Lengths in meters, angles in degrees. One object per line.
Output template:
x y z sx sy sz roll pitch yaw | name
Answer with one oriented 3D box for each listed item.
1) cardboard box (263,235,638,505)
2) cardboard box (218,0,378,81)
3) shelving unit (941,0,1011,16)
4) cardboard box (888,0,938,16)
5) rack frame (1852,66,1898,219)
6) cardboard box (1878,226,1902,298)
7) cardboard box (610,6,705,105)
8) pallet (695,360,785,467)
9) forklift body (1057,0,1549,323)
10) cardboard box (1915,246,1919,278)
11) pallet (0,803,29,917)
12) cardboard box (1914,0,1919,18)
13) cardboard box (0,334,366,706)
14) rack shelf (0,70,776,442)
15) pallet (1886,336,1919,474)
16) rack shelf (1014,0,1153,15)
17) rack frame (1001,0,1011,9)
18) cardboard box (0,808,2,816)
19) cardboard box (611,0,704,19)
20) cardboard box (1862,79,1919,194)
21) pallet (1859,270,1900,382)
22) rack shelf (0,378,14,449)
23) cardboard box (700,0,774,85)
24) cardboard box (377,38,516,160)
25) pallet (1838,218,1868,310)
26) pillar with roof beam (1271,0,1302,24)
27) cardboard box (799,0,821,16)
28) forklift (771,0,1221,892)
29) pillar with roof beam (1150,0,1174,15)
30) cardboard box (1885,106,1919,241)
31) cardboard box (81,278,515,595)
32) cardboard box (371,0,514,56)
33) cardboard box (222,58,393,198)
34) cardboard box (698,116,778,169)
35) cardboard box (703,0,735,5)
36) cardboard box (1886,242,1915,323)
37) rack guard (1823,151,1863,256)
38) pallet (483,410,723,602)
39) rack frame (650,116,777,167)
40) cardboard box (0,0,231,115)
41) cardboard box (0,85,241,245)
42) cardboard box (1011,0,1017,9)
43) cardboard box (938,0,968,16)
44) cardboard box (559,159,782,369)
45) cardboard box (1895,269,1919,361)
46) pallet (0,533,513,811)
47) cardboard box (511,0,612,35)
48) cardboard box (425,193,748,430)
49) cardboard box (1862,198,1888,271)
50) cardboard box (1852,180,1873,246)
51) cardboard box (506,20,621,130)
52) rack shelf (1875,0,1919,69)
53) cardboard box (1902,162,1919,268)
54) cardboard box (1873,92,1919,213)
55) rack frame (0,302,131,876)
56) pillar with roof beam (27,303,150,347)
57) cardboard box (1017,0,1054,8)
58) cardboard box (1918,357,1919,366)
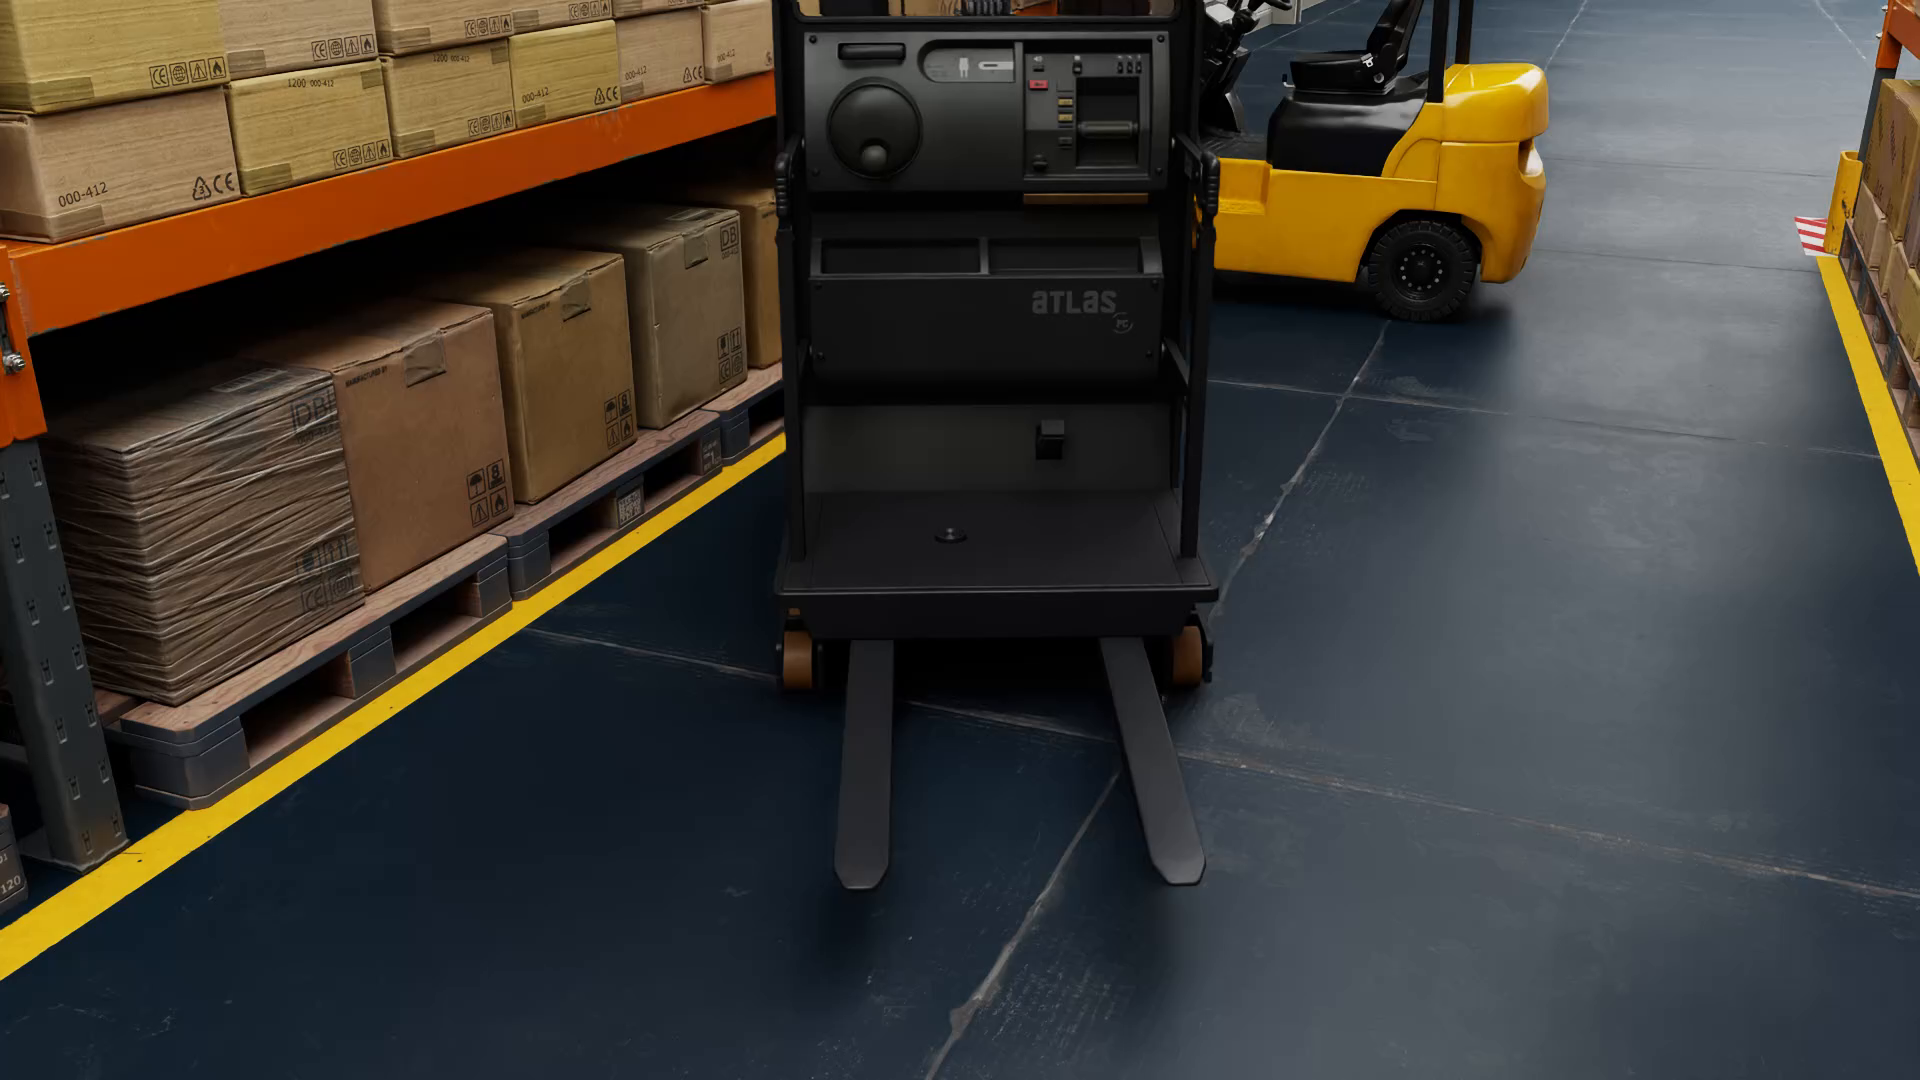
-1.575 -0.558 5.230 0.875 0.625 0.625 8 24 18 | cardboard box
-1.725 -1.227 3.842 0.500 0.250 0.500 10 25 22 | cardboard box
0.237 -1.179 6.126 0.431 1.500 0.755 7 24 16 | shelving unit
-0.411 -2.362 6.882 0.500 0.500 0.500 8 24 19 | cardboard box
5.277 -2.916 8.340 1.000 3.000 0.127 9 24 20 | rack frame
4.333 -1.214 7.286 0.500 0.250 0.500 11 25 24 | cardboard box
-1.157 -1.553 5.271 0.500 0.250 0.500 9 24 20 | cardboard box
-1.056 -0.638 6.504 1.003 0.211 1.213 9 24 20 | pallet
1.657 -2.294 7.952 2.313 2.155 1.214 9 24 20 | forklift body
3.949 -1.188 6.253 0.500 0.500 0.500 9 24 21 | cardboard box
-2.617 0.786 3.095 1.003 0.211 1.213 9 24 20 | pallet
4.568 -2.448 7.546 0.380 0.149 0.250 9 24 21 | cardboard box
-2.060 -0.082 4.091 0.875 0.625 0.625 10 25 22 | cardboard box
-1.561 -1.146 5.036 1.077 0.370 4.000 9 24 20 | rack shelf
4.008 -0.444 6.038 1.003 0.211 1.213 9 24 20 | pallet
-0.075 -2.578 8.463 1.077 0.370 4.000 9 24 20 | rack shelf
0.346 -1.313 6.449 0.400 1.500 0.023 7 24 16 | rack frame
-2.262 0.379 3.149 0.500 0.500 0.500 10 24 22 | cardboard box
-1.143 -1.776 5.156 0.500 0.250 0.500 9 24 21 | cardboard box
4.713 -1.930 8.027 0.500 0.500 0.500 8 24 18 | cardboard box
4.460 -0.882 7.087 1.003 0.211 1.213 9 24 20 | pallet
-3.047 0.285 1.609 1.077 0.370 4.000 9 24 20 | rack shelf
-0.944 -1.726 5.686 0.500 0.250 0.500 9 24 20 | cardboard box
-1.536 -1.182 4.382 0.500 0.250 0.500 8 24 18 | cardboard box
4.915 -1.317 8.128 1.003 0.211 1.213 9 24 20 | pallet
8.026 -9.952 17.399 9.100 9.000 0.400 9 24 20 | pillar with roof beam
-0.763 -1.907 6.119 0.500 0.250 0.500 9 24 21 | cardboard box
0.077 -1.081 4.035 1.130 2.935 3.031 -1 23 -1 | forklift
5.798 -7.804 12.259 9.100 9.000 0.400 9 24 20 | pillar with roof beam
4.329 -1.564 7.151 0.500 0.500 0.500 9 24 21 | cardboard box
-1.824 -0.317 4.653 0.875 0.625 0.625 10 25 22 | cardboard box
-1.514 -1.412 4.284 0.500 0.250 0.500 8 24 19 | cardboard box
-1.721 -0.997 3.939 0.500 0.250 0.500 8 24 19 | cardboard box
-0.815 -1.784 7.355 0.500 0.250 0.500 9 24 21 | cardboard box
-0.948 -1.958 5.592 0.500 0.250 0.500 8 24 19 | cardboard box
4.143 -1.033 6.854 0.500 0.250 0.500 9 24 21 | cardboard box
5.249 -1.736 8.756 1.175 0.500 0.348 9 24 20 | rack guard
-1.507 -0.200 5.455 1.003 0.211 1.213 9 24 20 | pallet
-0.818 -2.194 6.611 1.000 3.000 0.127 9 24 20 | rack frame
-1.889 -1.044 3.405 0.500 0.250 0.500 9 24 20 | cardboard box
-1.912 -0.817 3.509 0.500 0.250 0.500 9 24 20 | cardboard box
-0.046 -2.732 7.769 0.500 0.500 0.500 9 24 20 | cardboard box
-0.233 -2.550 7.334 0.500 0.500 0.500 9 24 21 | cardboard box
-1.002 -1.104 6.537 0.875 0.625 0.625 10 25 22 | cardboard box
3.950 -0.852 6.420 0.500 0.250 0.500 8 24 19 | cardboard box
-1.962 0.235 4.414 1.003 0.211 1.213 9 24 20 | pallet
-1.348 -1.598 4.730 0.500 0.250 0.500 9 24 21 | cardboard box
-1.297 -0.827 5.875 0.875 0.625 0.625 9 24 20 | cardboard box
4.524 -1.411 7.758 0.500 0.250 0.500 10 25 22 | cardboard box
4.721 -1.592 8.193 0.500 0.250 0.500 9 24 20 | cardboard box
-1.342 -1.367 4.826 0.500 0.250 0.500 10 25 22 | cardboard box
4.534 -1.869 6.765 1.077 0.370 4.000 9 24 20 | rack shelf
4.138 -1.371 6.690 0.500 0.500 0.500 10 25 23 | cardboard box
4.523 -1.742 7.578 0.500 0.500 0.500 8 24 18 | cardboard box
-2.304 -0.763 3.184 1.000 3.000 0.127 9 24 20 | rack frame
1.340 -3.510 1.978 9.100 9.000 0.400 9 24 20 | pillar with roof beam
0.161 -2.909 8.192 0.500 0.500 0.500 9 24 20 | cardboard box
3.762 -0.660 5.961 0.500 0.250 0.500 10 25 22 | cardboard box
